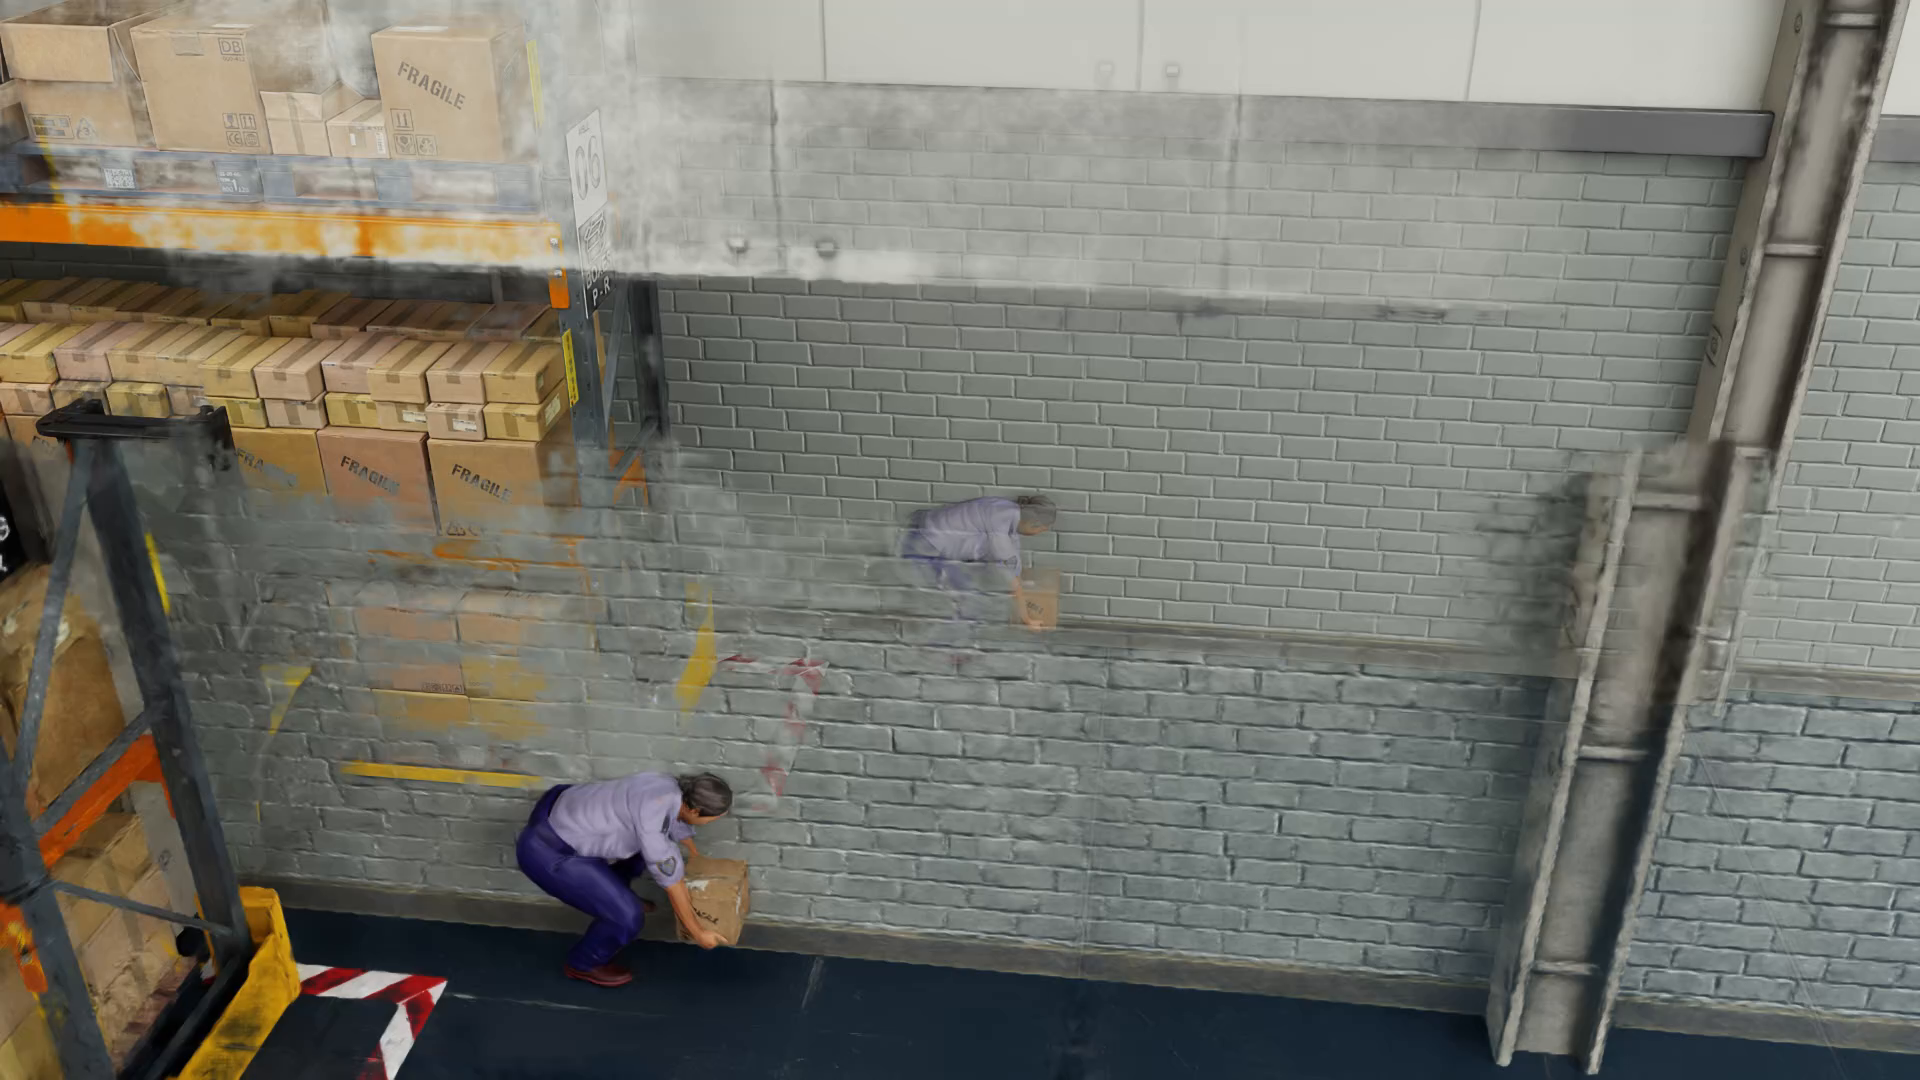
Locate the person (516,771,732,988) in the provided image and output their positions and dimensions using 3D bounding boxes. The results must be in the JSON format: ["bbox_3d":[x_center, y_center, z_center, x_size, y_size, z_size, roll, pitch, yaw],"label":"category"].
[{"bbox_3d":[0.078,0.176,9.040,0.885,0.961,0.531,2,29,4],"label":"person"}]
